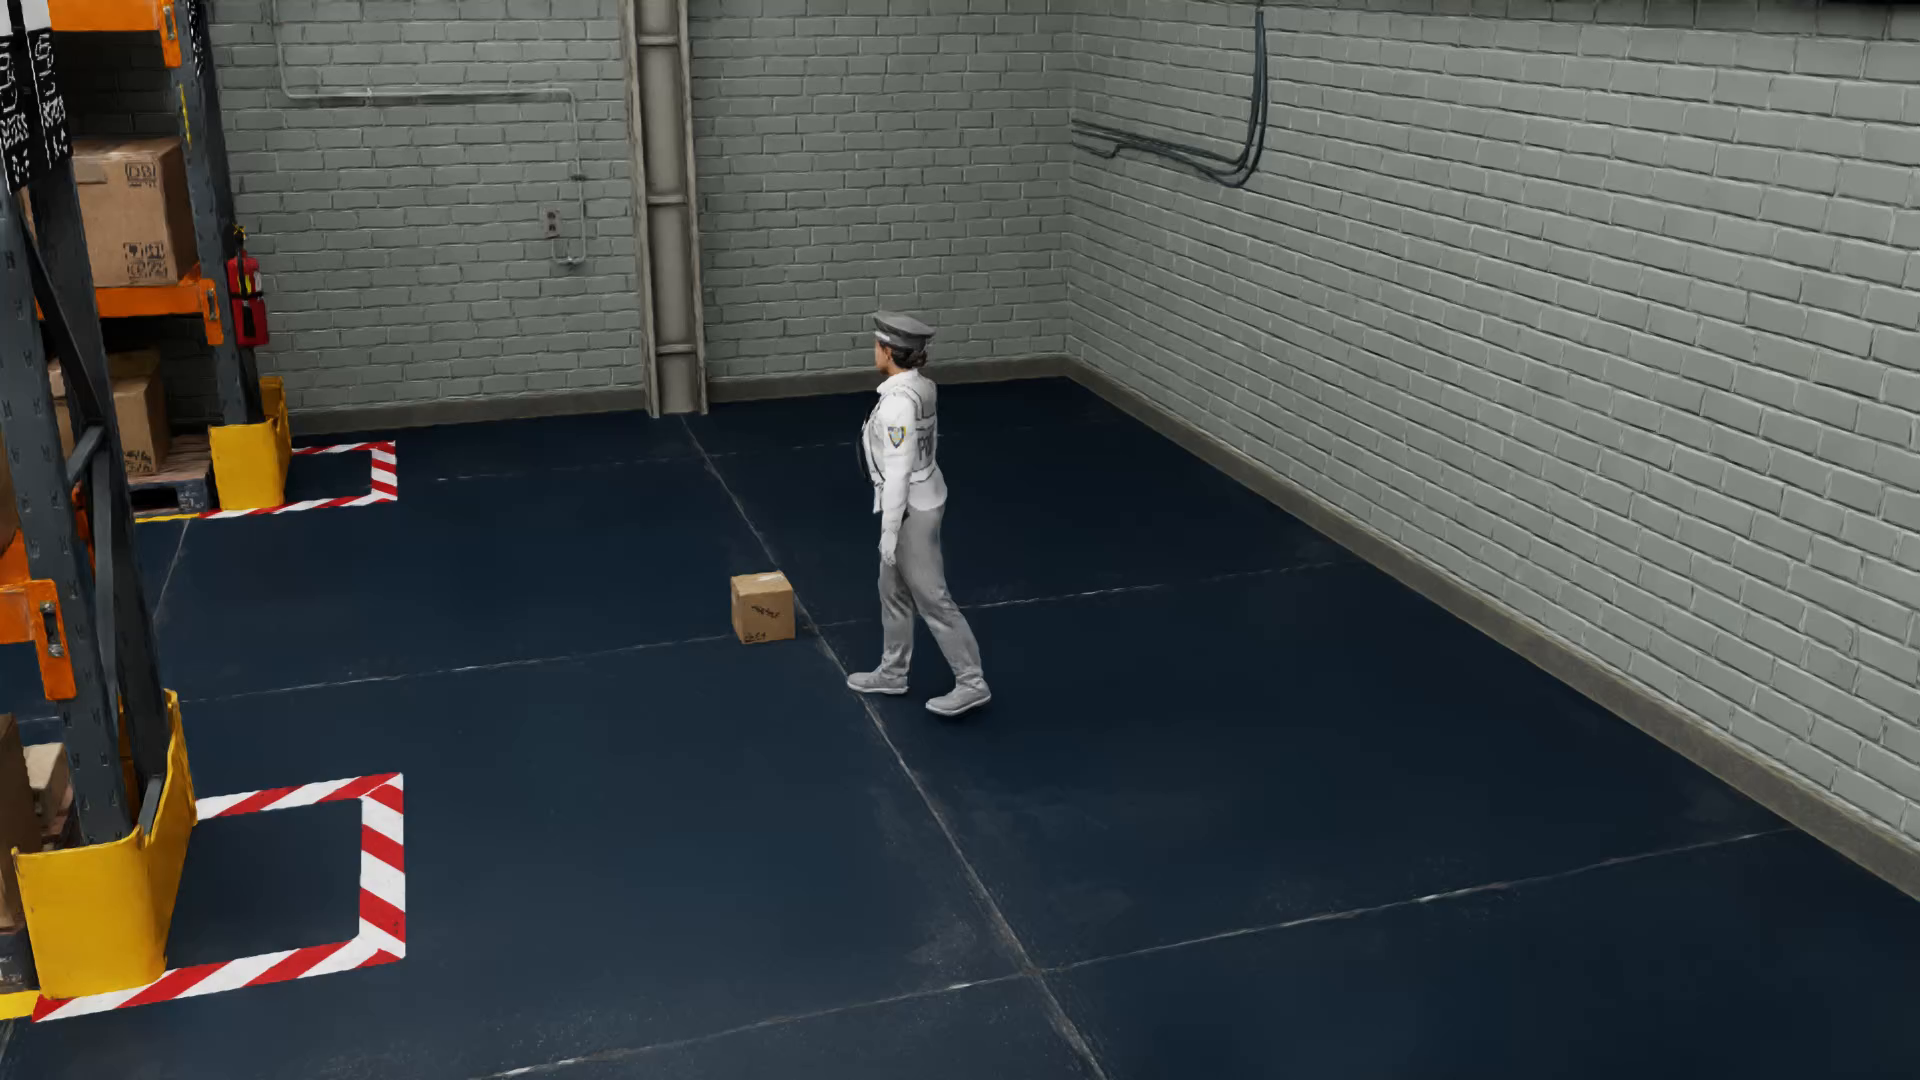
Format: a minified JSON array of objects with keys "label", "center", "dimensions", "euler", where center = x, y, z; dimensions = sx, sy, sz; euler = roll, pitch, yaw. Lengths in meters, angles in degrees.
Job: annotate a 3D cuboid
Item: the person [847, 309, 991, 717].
[{"label":"person","center":[-0.187,-0.097,6.827],"dimensions":[0.657,1.668,0.503],"euler":[3,20,8]}]
